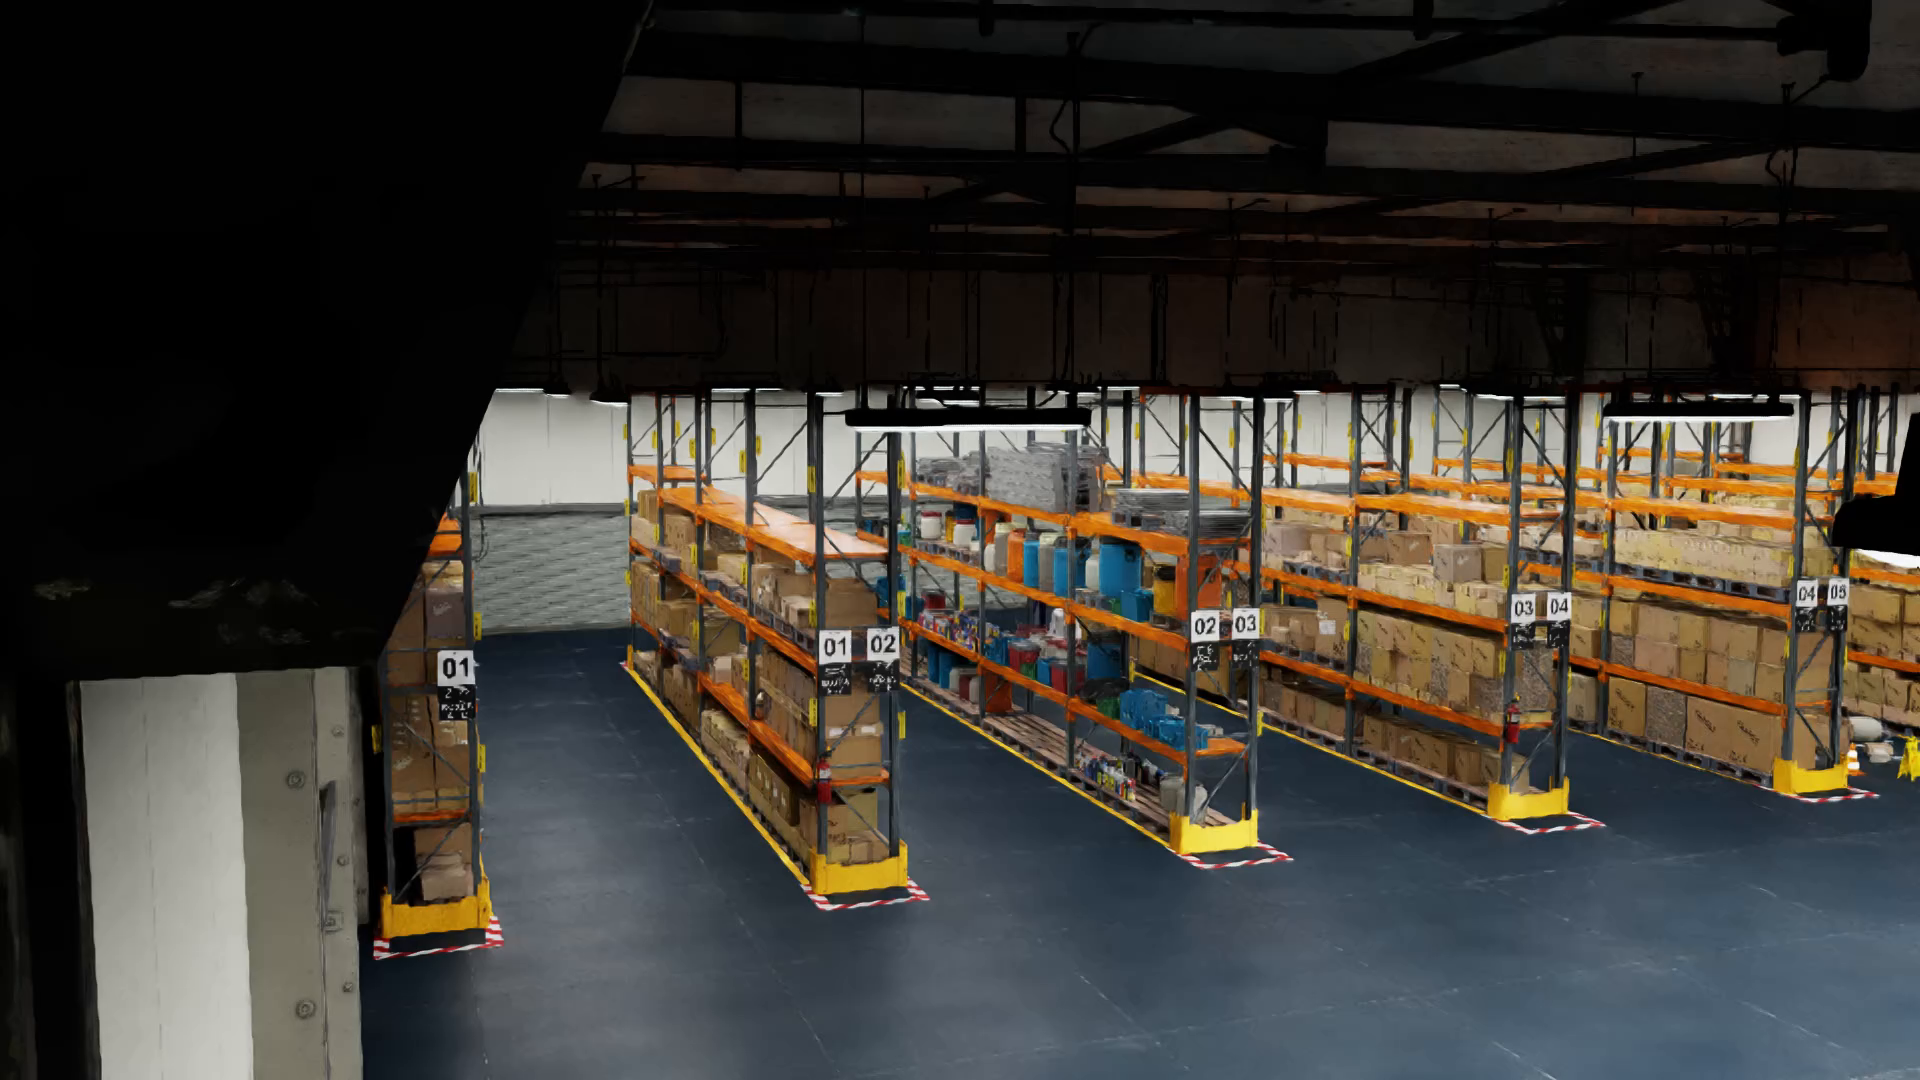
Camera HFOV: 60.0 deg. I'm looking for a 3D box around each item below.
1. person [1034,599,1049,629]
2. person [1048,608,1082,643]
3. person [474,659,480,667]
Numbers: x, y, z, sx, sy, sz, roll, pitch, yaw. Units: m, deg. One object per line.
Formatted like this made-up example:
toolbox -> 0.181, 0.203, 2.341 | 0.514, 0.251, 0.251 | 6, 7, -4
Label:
person -> 1.886, 1.408, 40.018 | 0.523, 1.594, 0.934 | 1, 6, 5
person -> 2.141, 1.988, 33.741 | 0.603, 1.725, 1.110 | -2, 6, -20
person -> -10.593, 1.930, 35.183 | 0.562, 1.536, 0.738 | -5, 8, -41
